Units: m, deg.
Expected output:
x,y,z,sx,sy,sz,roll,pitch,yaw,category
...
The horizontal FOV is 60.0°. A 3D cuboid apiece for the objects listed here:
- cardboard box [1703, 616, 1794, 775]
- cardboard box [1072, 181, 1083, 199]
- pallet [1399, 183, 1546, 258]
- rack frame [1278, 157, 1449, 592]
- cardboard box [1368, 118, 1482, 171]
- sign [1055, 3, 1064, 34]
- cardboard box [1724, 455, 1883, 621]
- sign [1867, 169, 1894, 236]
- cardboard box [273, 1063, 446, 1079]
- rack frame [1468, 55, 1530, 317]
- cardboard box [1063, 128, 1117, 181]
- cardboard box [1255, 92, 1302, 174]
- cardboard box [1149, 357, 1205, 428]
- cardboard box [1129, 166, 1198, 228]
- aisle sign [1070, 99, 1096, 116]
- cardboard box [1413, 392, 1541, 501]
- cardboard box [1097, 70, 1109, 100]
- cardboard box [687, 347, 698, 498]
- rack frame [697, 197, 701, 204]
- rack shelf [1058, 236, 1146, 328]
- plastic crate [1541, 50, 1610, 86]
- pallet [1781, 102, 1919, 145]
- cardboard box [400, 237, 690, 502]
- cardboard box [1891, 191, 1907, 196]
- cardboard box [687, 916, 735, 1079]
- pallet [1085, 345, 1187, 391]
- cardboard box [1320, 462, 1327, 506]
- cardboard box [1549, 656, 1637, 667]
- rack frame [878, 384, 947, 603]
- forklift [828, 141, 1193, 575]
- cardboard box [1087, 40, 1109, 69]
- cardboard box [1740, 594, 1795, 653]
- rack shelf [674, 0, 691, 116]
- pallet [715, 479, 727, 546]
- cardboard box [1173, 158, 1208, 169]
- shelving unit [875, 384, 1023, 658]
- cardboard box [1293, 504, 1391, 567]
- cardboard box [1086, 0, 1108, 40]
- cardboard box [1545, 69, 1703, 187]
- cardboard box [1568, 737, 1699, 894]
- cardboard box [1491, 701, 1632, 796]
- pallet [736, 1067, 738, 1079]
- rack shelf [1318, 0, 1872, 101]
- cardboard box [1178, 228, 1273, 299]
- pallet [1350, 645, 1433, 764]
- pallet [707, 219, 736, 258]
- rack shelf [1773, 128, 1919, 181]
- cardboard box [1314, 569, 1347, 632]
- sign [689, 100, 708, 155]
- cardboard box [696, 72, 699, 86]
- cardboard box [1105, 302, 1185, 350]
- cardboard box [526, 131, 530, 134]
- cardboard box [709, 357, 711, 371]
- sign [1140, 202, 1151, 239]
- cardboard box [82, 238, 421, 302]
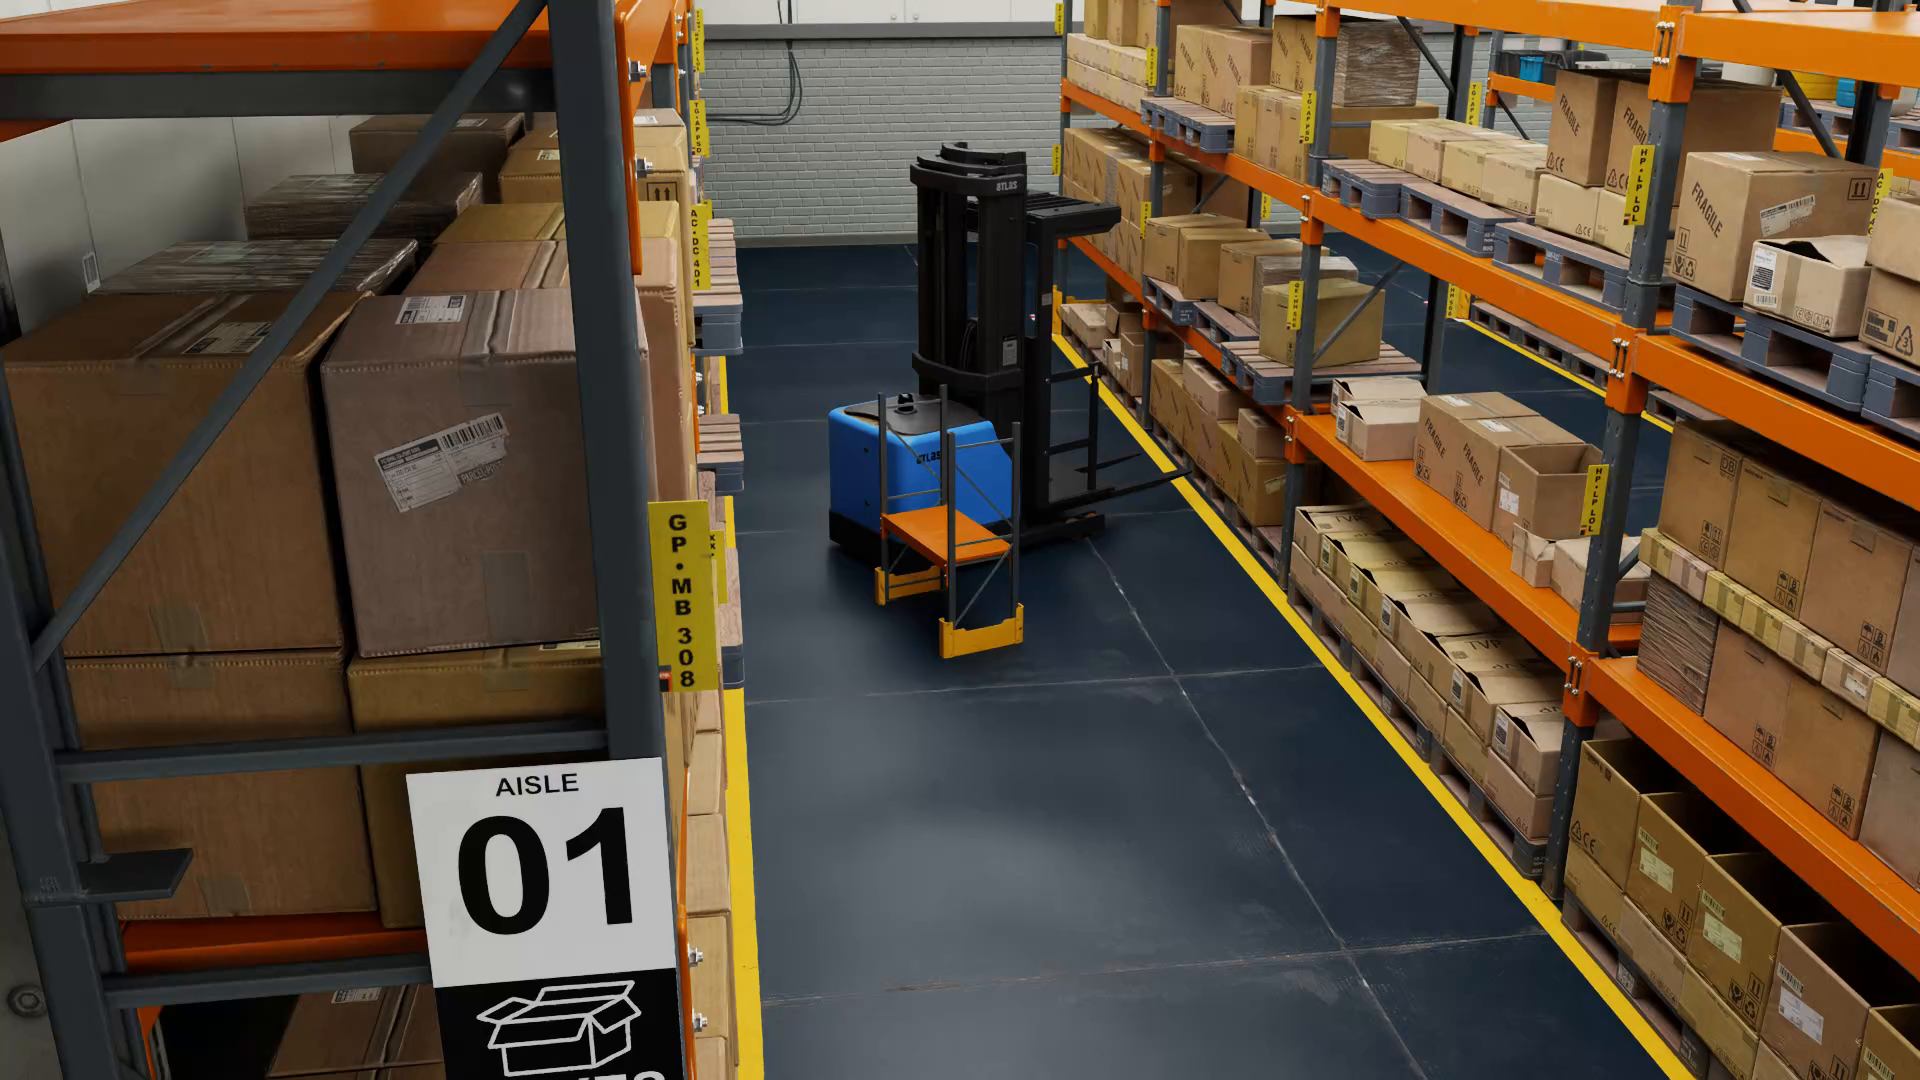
x,y,z,sx,sy,sz,roll,pitch,yaw,category
3.498,0.588,6.713,0.700,0.500,0.500,-3,21,-8,cardboard box
1.498,-3.558,17.811,0.500,0.500,0.500,-3,21,-8,cardboard box
3.119,-1.785,9.192,1.003,0.211,1.213,-2,21,-5,pallet
2.769,-1.086,11.337,1.000,3.000,0.127,-3,21,-8,rack frame
2.890,-2.464,10.352,0.500,0.250,0.500,-4,21,-12,cardboard box
1.079,-5.643,18.002,0.100,0.325,0.005,-3,21,-8,sign
3.490,-0.028,6.506,0.700,0.500,0.500,-3,21,-8,cardboard box
3.894,-1.414,7.076,0.100,0.325,0.005,-3,21,-8,sign
-1.258,1.492,3.548,0.500,0.500,0.500,-3,21,-8,cardboard box
6.518,-4.105,19.419,1.000,3.000,0.127,-3,21,-8,rack frame
1.419,-4.204,18.114,0.500,0.500,0.500,-2,21,-6,cardboard box
2.599,-2.864,11.667,0.910,0.500,0.500,-3,21,-8,cardboard box
2.021,-1.326,14.924,0.500,0.500,0.500,-4,21,-10,cardboard box
1.863,-3.148,15.286,0.500,0.500,0.500,-3,21,-7,cardboard box
1.315,-5.083,18.322,0.394,0.787,0.004,-3,21,-8,aisle sign
3.027,-0.553,9.766,0.500,0.500,0.500,-4,21,-11,cardboard box
1.649,-4.481,16.353,0.500,0.250,0.500,-3,21,-8,cardboard box
-1.061,-0.383,4.997,0.500,0.500,0.500,-4,21,-10,cardboard box
-2.709,-2.220,14.373,1.000,3.000,0.127,-3,21,-8,rack frame
1.904,-2.827,17.025,1.077,0.370,4.000,-3,21,-8,rack shelf
6.466,-4.938,17.451,0.504,0.338,0.767,-3,21,-8,plastic crate
7.470,-3.377,13.454,1.003,0.211,1.213,-3,21,-8,pallet
-0.817,-0.317,3.390,0.500,0.500,0.500,-3,21,-8,cardboard box
11.182,-4.008,19.520,0.380,0.149,0.250,-3,21,-9,cardboard box
-0.812,1.292,4.083,0.500,0.500,0.500,-3,21,-8,cardboard box
1.915,-1.826,17.303,1.003,0.211,1.213,-3,21,-8,pallet
2.905,-0.474,12.643,0.500,0.500,0.500,-4,21,-10,cardboard box
3.465,0.798,8.820,0.500,0.311,0.500,-3,21,-8,cardboard box
-0.315,-0.309,11.400,0.500,1.500,0.032,-10,23,-25,rack frame
0.498,-1.505,12.556,3.031,2.935,1.130,-15,25,-34,forklift
1.576,-4.888,16.729,0.500,0.250,0.500,-3,21,-8,cardboard box
3.307,0.318,6.508,0.380,0.149,0.250,-3,21,-8,cardboard box
-1.844,-2.429,7.957,1.077,0.370,4.000,-3,21,-8,rack shelf
-2.344,-0.227,13.022,1.003,0.211,1.213,-3,21,-8,pallet
2.328,-3.342,15.806,0.500,0.500,0.500,-4,21,-9,cardboard box
-0.087,-0.154,10.984,0.587,1.500,1.083,-10,23,-25,shelving unit
2.554,-0.061,11.121,0.500,0.311,0.500,-2,21,-6,cardboard box
1.694,-5.422,17.087,0.700,0.500,0.500,-3,21,-8,cardboard box
3.191,-1.996,8.028,0.500,0.500,0.500,-1,21,-3,cardboard box
3.102,1.215,7.433,0.500,0.500,0.500,-3,21,-8,cardboard box
3.003,1.002,8.275,0.500,0.311,0.500,-3,21,-8,cardboard box
-1.424,2.087,6.827,1.003,0.211,1.213,-3,21,-8,pallet
3.057,-2.680,8.629,1.077,0.370,4.000,-3,21,-8,rack shelf
2.201,-2.304,13.856,0.700,0.500,0.500,0,20,1,cardboard box
3.021,0.929,9.928,1.003,0.211,1.213,-3,21,-8,pallet
-1.692,-1.345,8.012,1.213,0.211,1.003,-3,21,-8,pallet
7.383,-3.095,13.458,1.077,0.370,4.000,-3,21,-8,rack shelf
2.627,0.375,10.754,0.500,0.250,0.500,-3,21,-9,cardboard box
-1.595,-2.509,10.121,0.100,0.325,0.005,-3,21,-8,sign
-2.607,-4.228,14.934,0.500,0.250,0.500,-3,21,-9,cardboard box
1.916,-2.158,17.146,0.797,0.503,0.637,-3,21,-8,cardboard box
-2.256,-2.036,9.420,0.500,0.500,0.500,-3,21,-8,cardboard box
-2.487,-1.191,14.090,0.750,0.750,0.750,-3,21,-7,cardboard box
1.656,-2.847,14.813,0.100,0.325,0.005,-3,21,-8,sign
-1.390,-0.319,3.396,0.500,0.500,0.500,-2,21,-4,cardboard box
